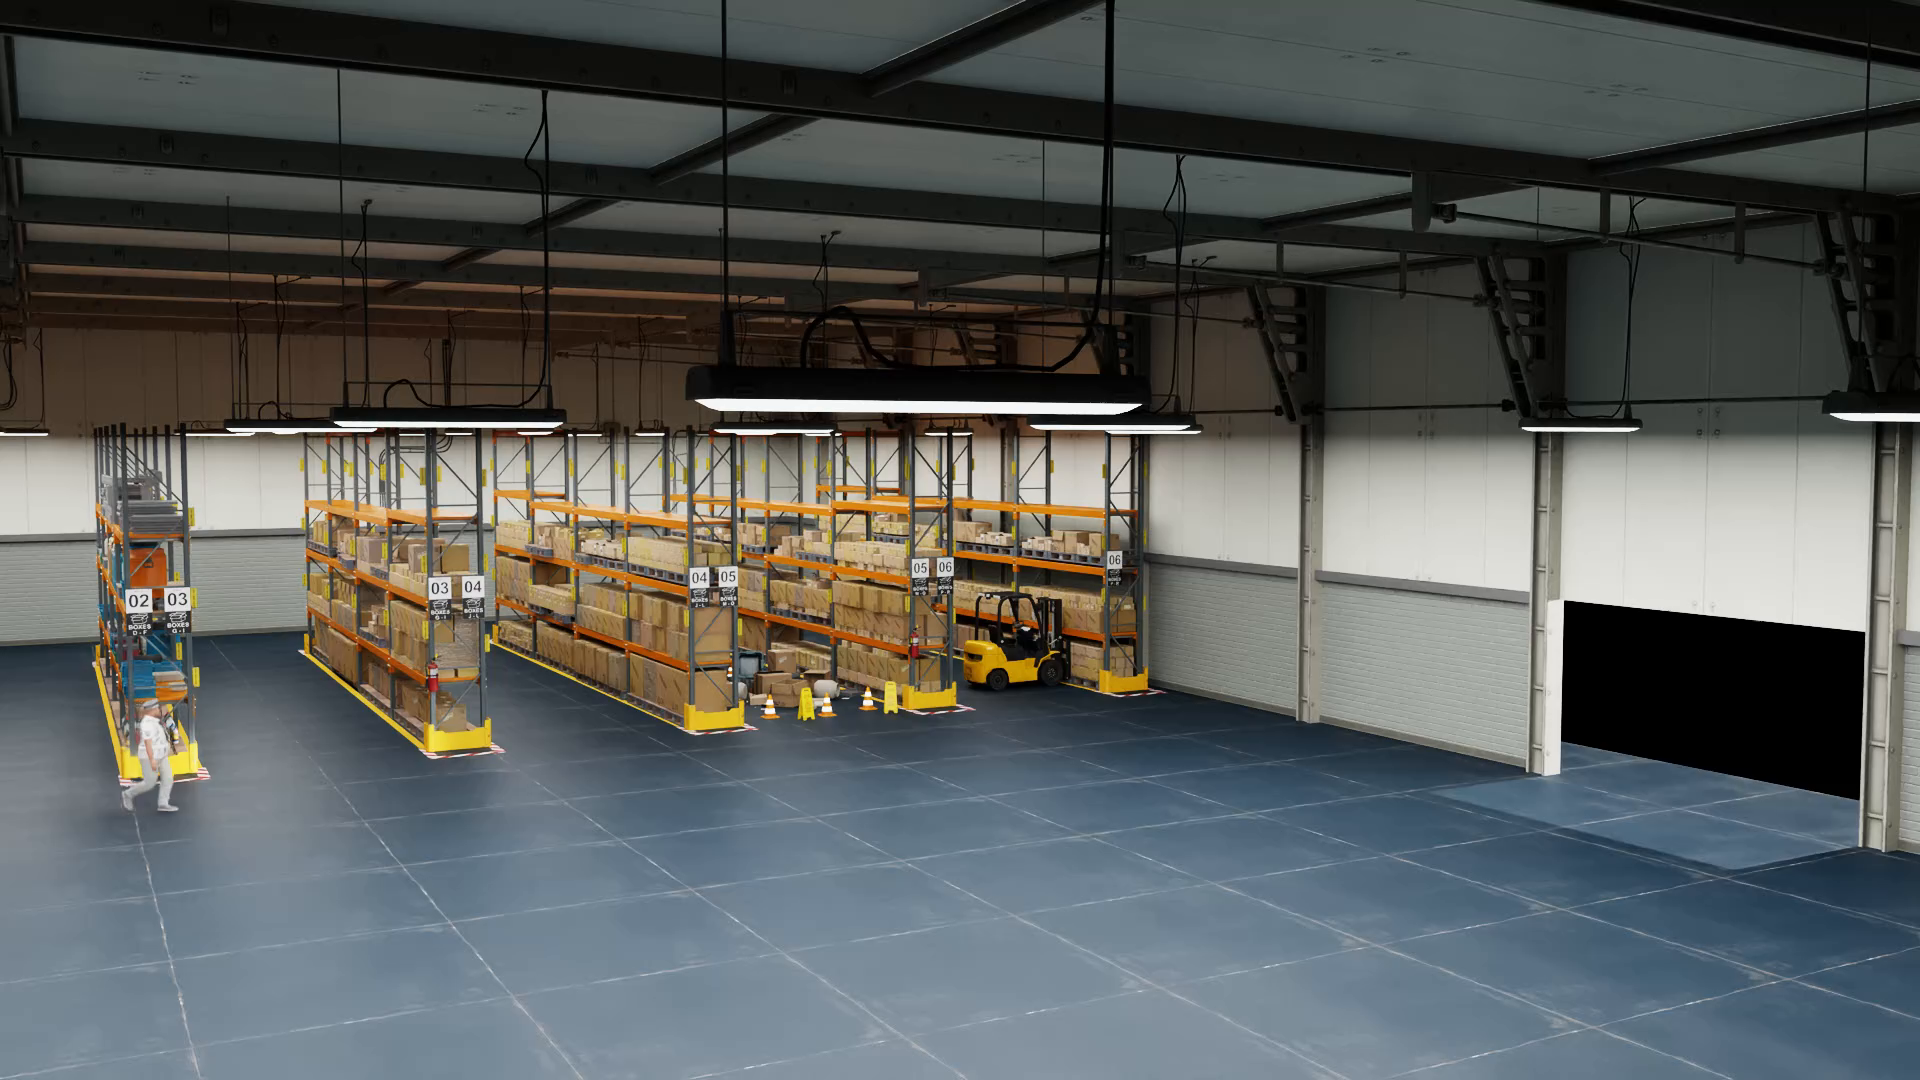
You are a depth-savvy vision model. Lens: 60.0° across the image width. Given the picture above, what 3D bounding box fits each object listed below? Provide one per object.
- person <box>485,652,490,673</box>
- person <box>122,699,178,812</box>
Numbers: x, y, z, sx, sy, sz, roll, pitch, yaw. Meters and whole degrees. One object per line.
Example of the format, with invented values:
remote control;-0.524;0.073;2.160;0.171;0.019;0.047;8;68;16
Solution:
person;-11.855;2.365;40.733;0.466;1.743;0.975;-2;4;-32
person;-12.404;3.302;25.436;0.748;1.737;0.522;1;3;9
